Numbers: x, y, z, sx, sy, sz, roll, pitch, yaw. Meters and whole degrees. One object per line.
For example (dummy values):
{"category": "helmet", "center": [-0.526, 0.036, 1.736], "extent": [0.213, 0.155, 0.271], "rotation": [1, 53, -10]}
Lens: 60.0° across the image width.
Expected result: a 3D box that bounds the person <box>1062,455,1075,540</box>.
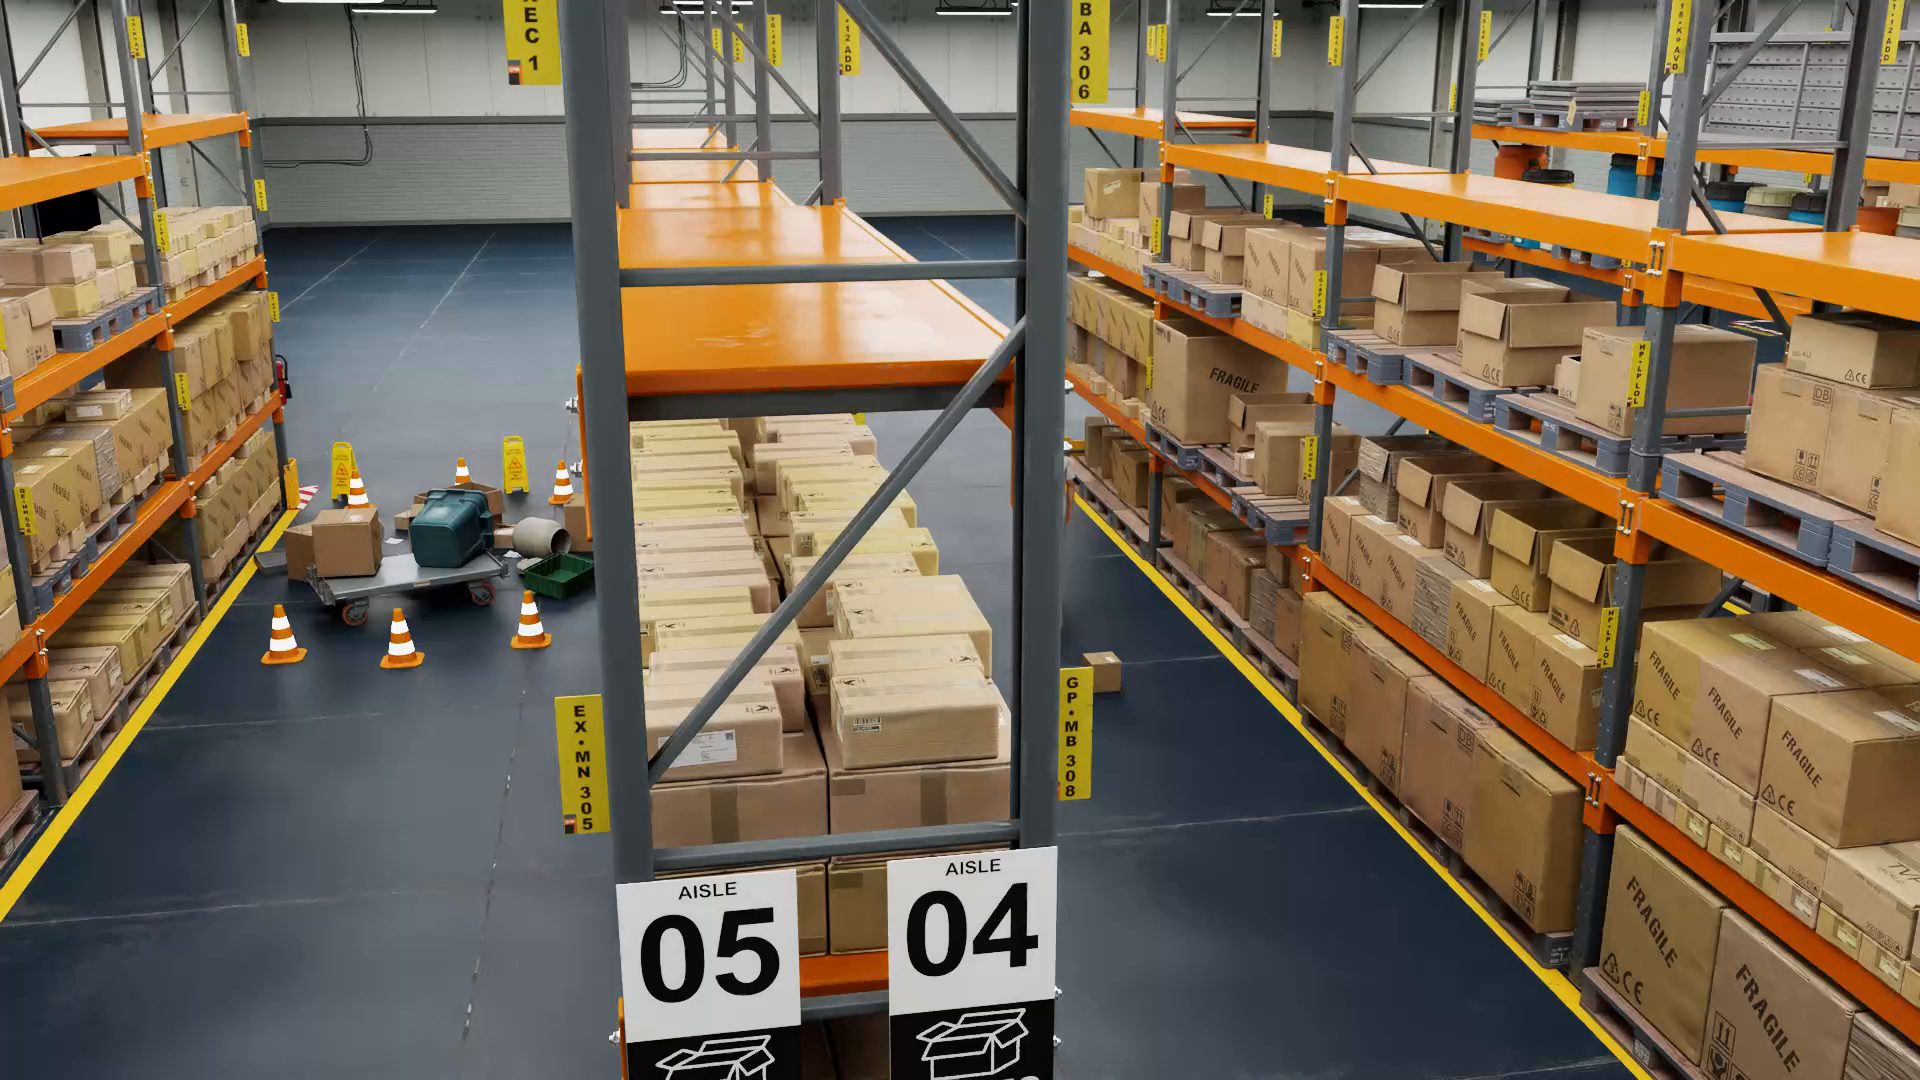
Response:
{"category": "person", "center": [0.813, -0.268, 15.357], "extent": [0.475, 1.665, 0.452], "rotation": [-2, 17, -7]}
